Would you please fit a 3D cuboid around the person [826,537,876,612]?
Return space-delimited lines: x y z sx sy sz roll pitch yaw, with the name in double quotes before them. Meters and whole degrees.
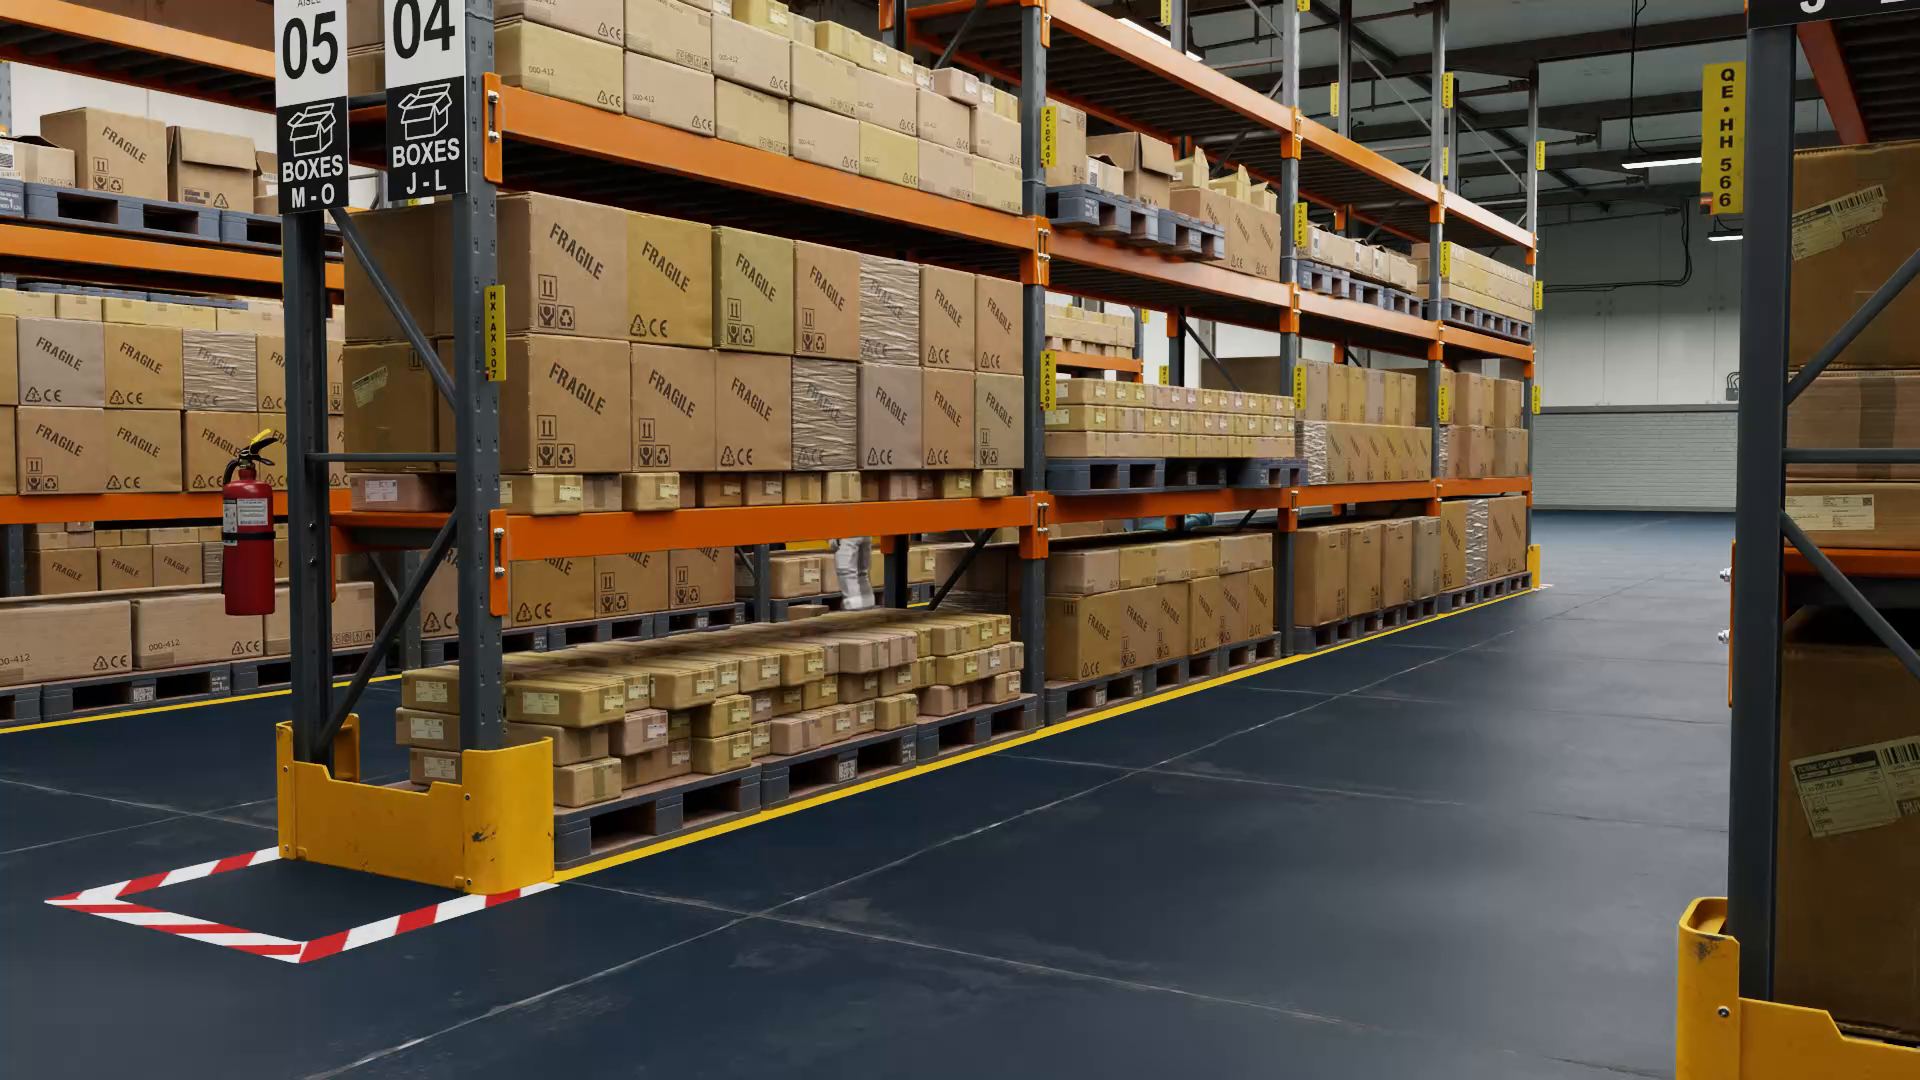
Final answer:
"person" -0.899 -0.056 13.926 0.347 1.798 0.526 2 3 32
